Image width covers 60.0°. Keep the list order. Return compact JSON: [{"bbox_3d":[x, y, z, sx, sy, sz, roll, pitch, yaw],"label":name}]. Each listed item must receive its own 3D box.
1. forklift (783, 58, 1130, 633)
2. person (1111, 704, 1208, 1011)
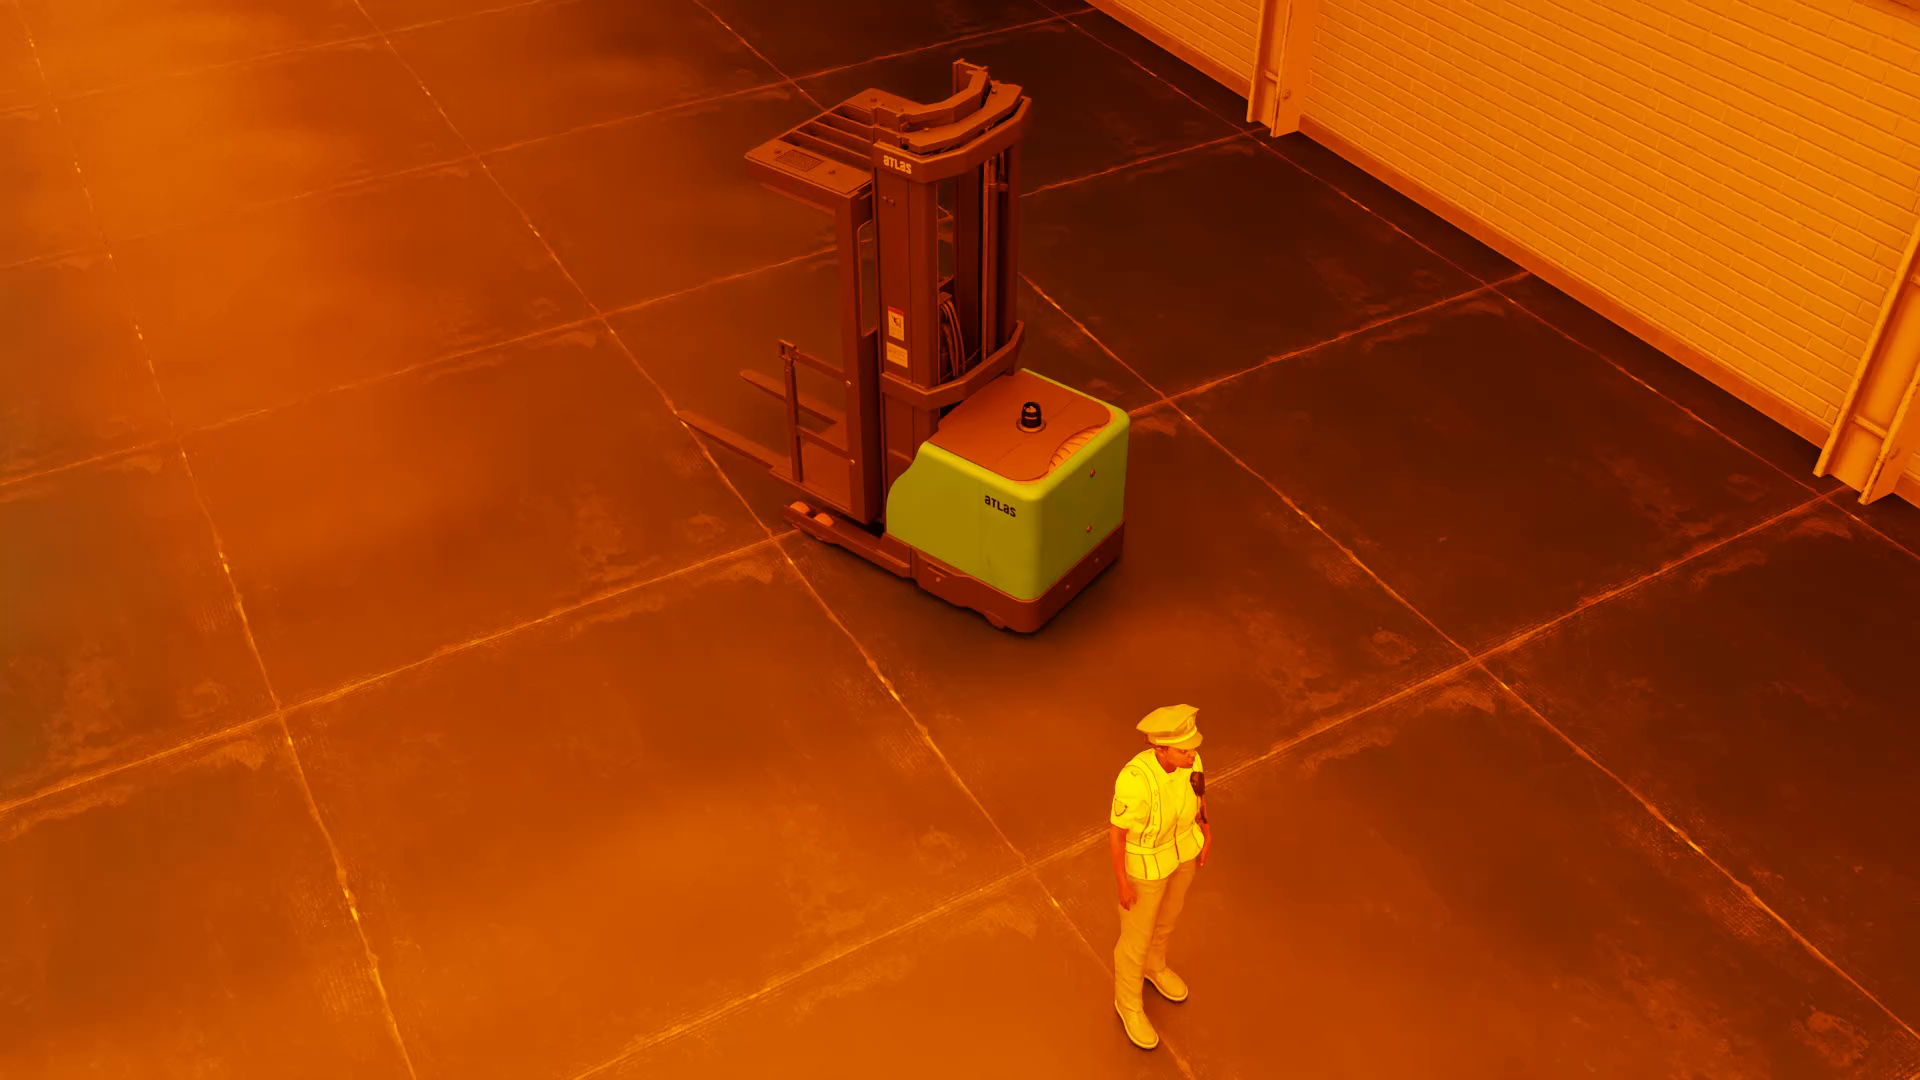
[{"bbox_3d":[-0.481,-1.366,9.683,3.031,2.935,1.130,26,46,28],"label":"forklift"},{"bbox_3d":[0.872,1.369,7.290,0.512,1.630,0.394,-25,46,-27],"label":"person"}]
